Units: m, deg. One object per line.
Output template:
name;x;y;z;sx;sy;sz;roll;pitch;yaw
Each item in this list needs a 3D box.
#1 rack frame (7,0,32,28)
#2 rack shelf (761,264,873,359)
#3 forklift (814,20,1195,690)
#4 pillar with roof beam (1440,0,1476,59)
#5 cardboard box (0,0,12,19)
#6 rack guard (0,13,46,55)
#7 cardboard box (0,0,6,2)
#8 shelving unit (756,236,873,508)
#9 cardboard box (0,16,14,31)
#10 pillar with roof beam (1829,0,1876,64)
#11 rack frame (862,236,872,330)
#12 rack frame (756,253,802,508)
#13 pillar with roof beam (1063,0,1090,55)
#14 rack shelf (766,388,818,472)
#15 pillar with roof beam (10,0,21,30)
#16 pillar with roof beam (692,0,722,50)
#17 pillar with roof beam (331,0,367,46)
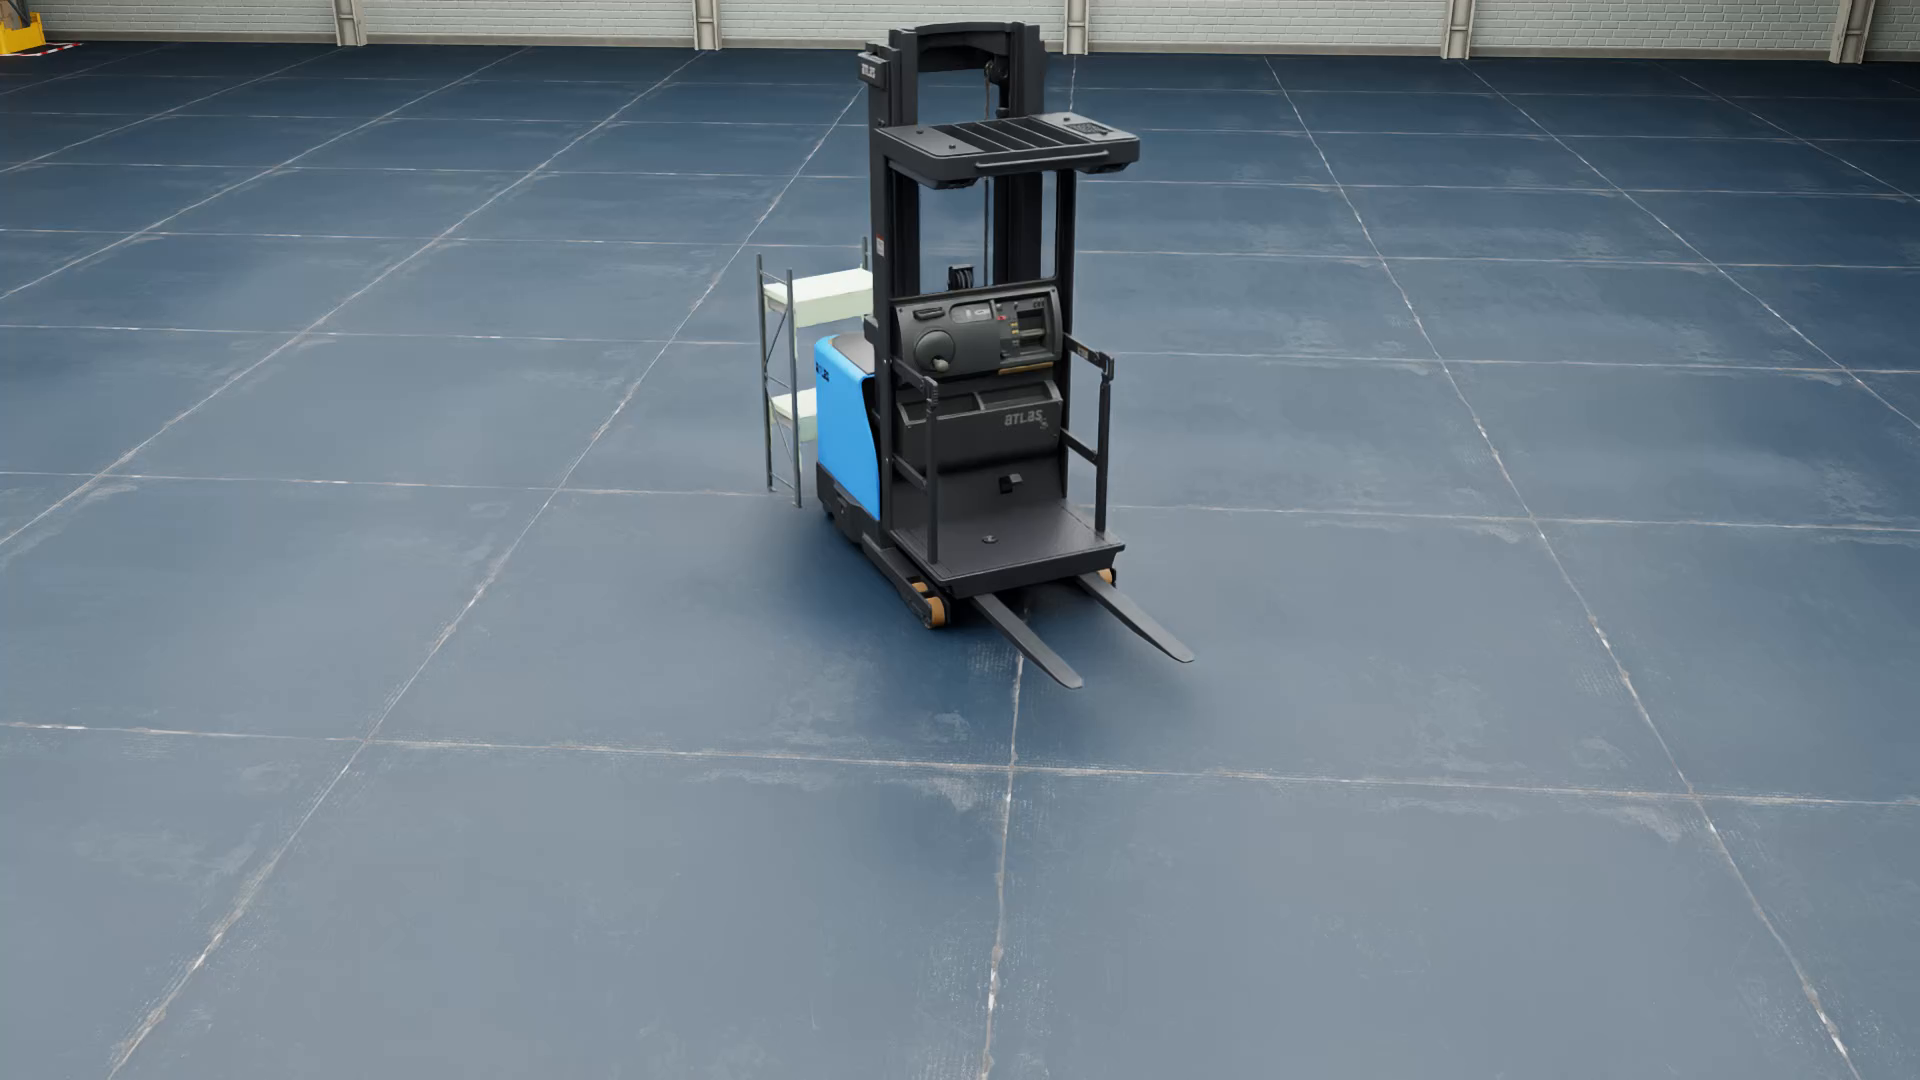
rack frame;-15.457;-9.398;26.586;0.127;3.000;1.000;2;25;4
rack shelf;-0.786;-1.386;10.030;0.720;0.370;0.431;-16;30;-31
forklift;0.197;-1.073;8.575;1.130;2.935;3.031;-11;27;-22
pillar with roof beam;7.518;-9.959;20.629;0.400;9.000;9.100;2;25;4
cardboard box;-15.910;-8.669;27.190;0.500;0.250;0.500;2;25;5
rack guard;-15.433;-8.262;27.107;0.348;0.500;1.175;2;25;4
cardboard box;-15.922;-8.888;27.069;0.500;0.250;0.500;1;25;3
shelving unit;-0.788;-1.033;10.196;0.755;1.500;0.431;-16;30;-31
cardboard box;-15.932;-8.437;27.285;0.500;0.250;0.500;2;25;4
pillar with roof beam;13.500;-9.767;20.212;0.400;9.000;9.100;2;25;4
rack frame;-0.486;-1.120;10.385;0.023;1.500;0.400;-16;30;-31
rack frame;-1.089;-0.946;10.007;0.023;1.500;0.400;-16;30;-31
pillar with roof beam;1.536;-10.151;21.046;0.400;9.000;9.100;2;25;4
rack shelf;-0.789;-0.738;10.334;0.720;0.370;0.431;-16;30;-31
pillar with roof beam;-16.412;-10.727;22.298;0.400;9.000;9.100;2;25;4
pillar with roof beam;-4.447;-10.343;21.463;0.400;9.000;9.100;2;25;4
pillar with roof beam;-10.429;-10.535;21.881;0.400;9.000;9.100;2;25;4
